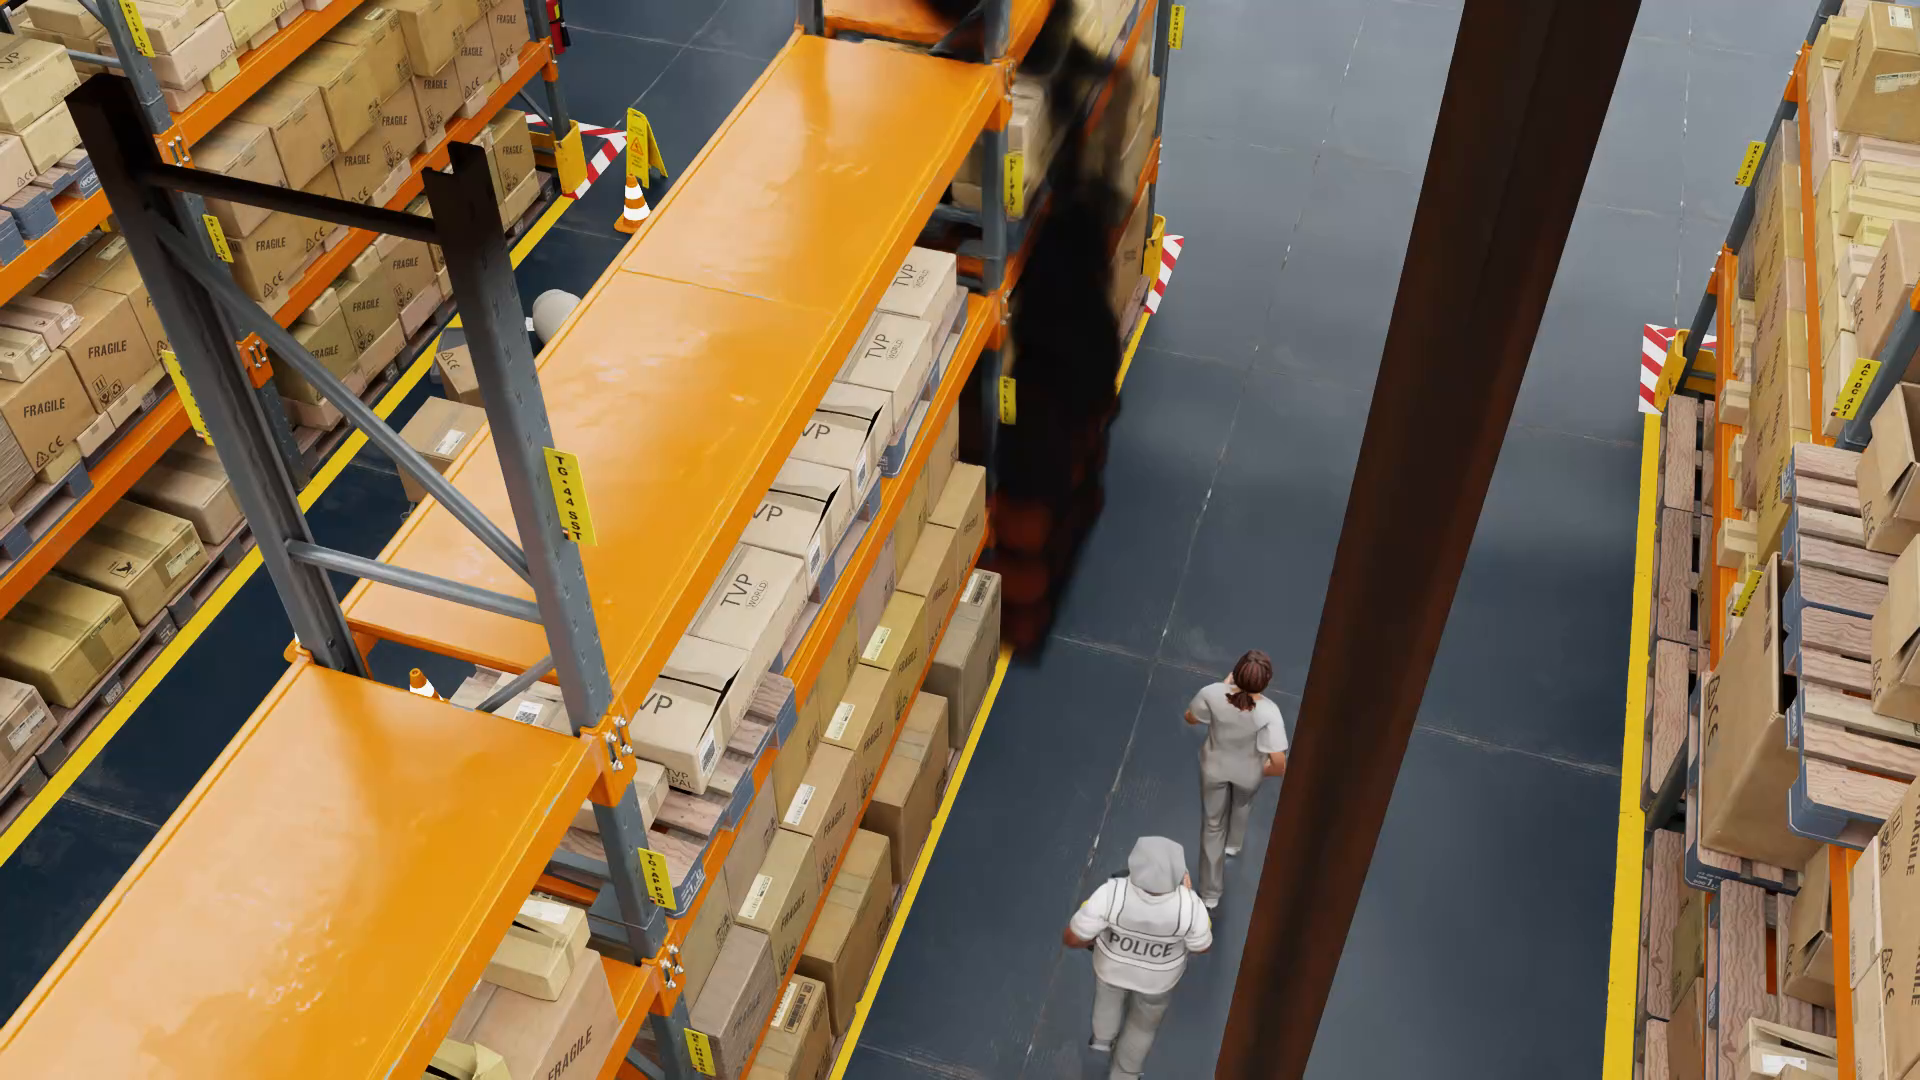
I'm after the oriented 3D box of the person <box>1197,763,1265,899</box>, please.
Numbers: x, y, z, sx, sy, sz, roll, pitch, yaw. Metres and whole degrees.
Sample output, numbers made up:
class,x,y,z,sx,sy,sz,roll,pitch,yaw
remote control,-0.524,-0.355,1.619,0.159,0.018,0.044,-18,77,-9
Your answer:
class,x,y,z,sx,sy,sz,roll,pitch,yaw
person,1.364,1.318,8.492,0.338,1.172,0.559,10,47,10

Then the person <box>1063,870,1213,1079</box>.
class,x,y,z,sx,sy,sz,roll,pitch,yaw
person,5.041,1.872,7.755,8.675,1.797,3.219,12,47,12
